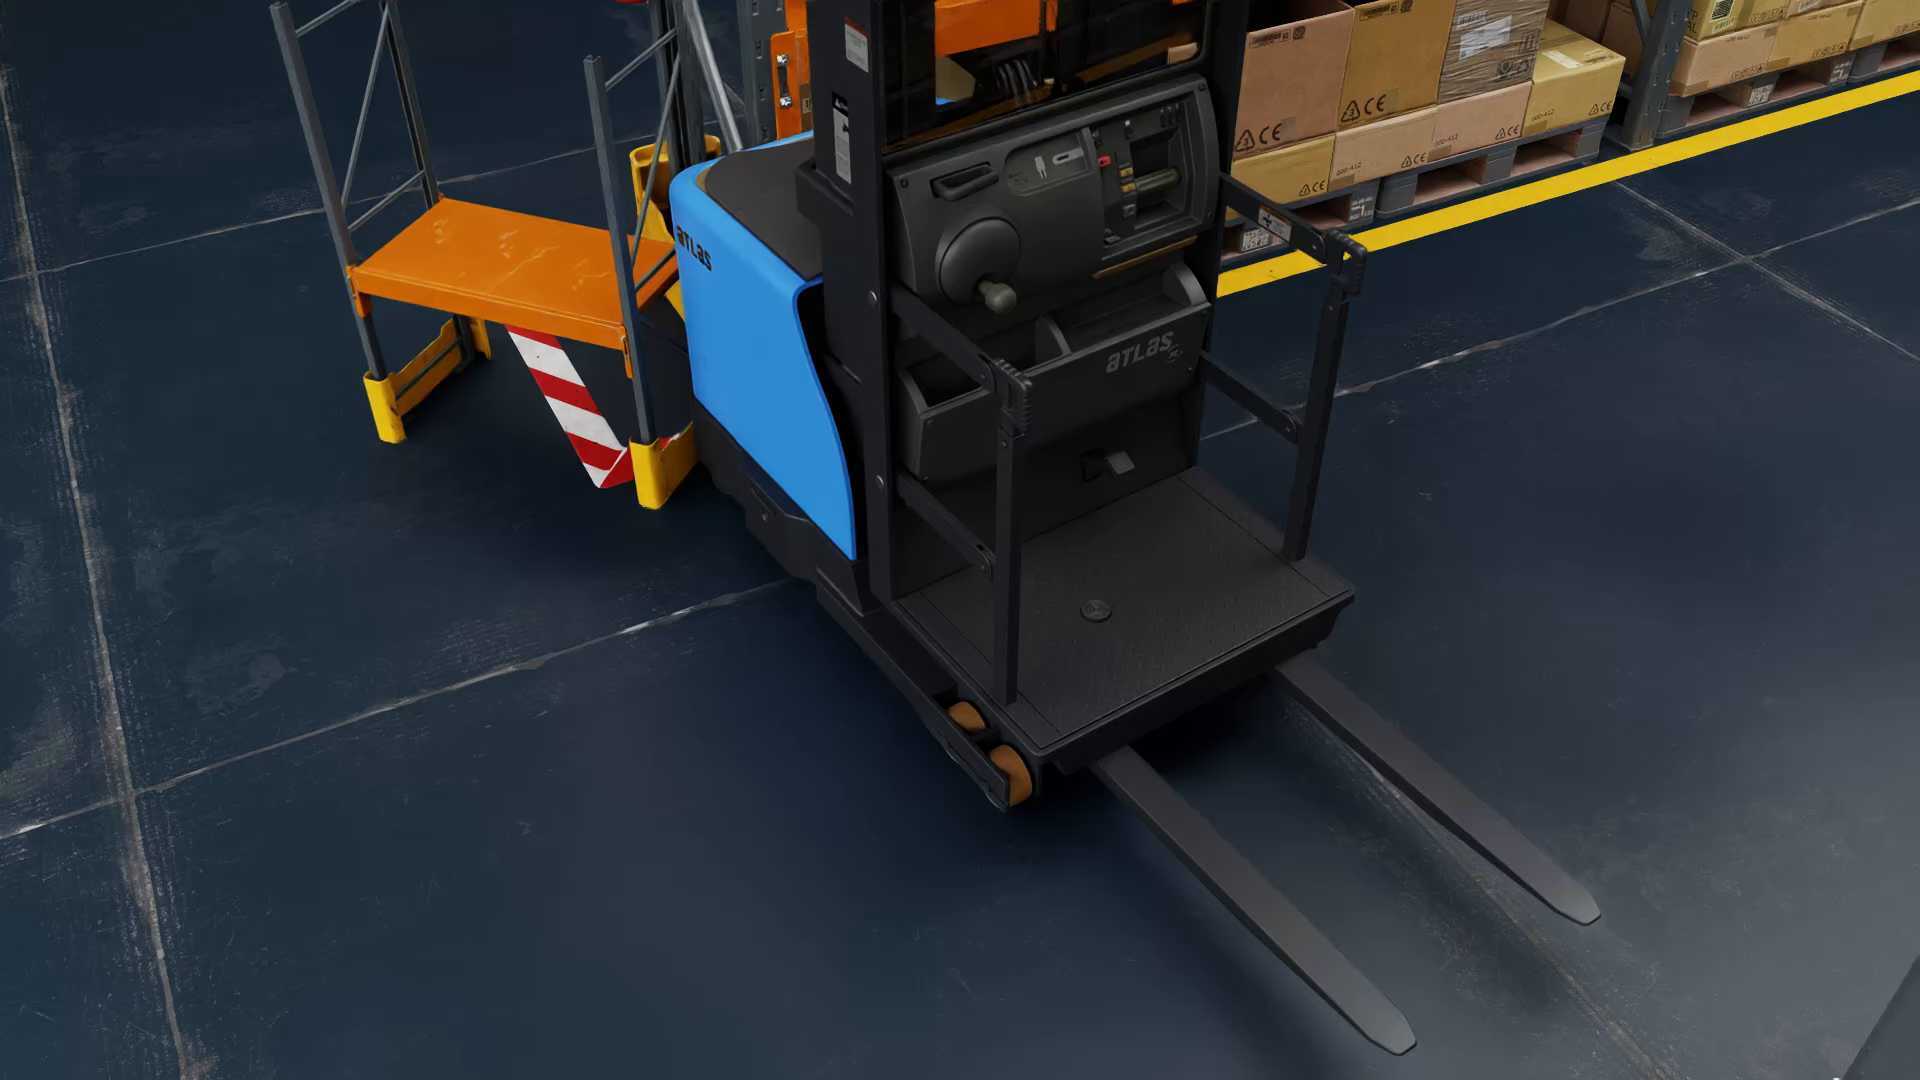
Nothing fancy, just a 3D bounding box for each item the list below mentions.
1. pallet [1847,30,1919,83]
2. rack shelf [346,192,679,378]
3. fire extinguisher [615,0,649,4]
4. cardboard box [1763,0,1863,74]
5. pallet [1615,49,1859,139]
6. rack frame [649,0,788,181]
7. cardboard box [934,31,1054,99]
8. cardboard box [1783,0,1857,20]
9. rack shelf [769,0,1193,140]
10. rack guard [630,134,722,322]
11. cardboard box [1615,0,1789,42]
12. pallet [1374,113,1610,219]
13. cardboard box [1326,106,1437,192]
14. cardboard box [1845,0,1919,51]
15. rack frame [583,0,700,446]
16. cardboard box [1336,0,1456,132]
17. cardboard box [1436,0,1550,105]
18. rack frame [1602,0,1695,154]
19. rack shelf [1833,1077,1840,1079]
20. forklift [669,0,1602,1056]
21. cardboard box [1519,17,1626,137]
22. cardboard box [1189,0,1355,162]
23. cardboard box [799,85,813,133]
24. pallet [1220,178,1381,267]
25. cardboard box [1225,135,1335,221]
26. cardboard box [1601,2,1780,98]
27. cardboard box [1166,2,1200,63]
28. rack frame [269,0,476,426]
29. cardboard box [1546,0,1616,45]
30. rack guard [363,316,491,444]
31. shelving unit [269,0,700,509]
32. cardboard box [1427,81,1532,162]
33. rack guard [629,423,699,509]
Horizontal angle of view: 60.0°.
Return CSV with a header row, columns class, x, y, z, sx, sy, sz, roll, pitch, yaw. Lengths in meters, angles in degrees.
class,x,y,z,sx,sy,sz,roll,pitch,yaw
pallet,4.463,-2.674,8.245,1.213,0.211,1.003,-19,44,-21
rack shelf,-1.381,-0.834,5.353,1.000,0.185,0.538,14,42,16
fire extinguisher,-1.123,-2.137,5.512,0.183,0.674,0.296,-19,44,-21
cardboard box,3.670,-2.370,7.531,0.500,0.250,0.500,-18,43,-20
pallet,3.379,-2.307,7.812,1.213,0.211,1.003,-19,44,-21
rack frame,-0.804,-1.935,5.214,0.127,3.000,1.000,-19,44,-21
cardboard box,0.217,-1.515,5.941,0.500,0.500,0.500,-19,44,-21
cardboard box,3.672,-2.581,7.346,0.500,0.311,0.500,-19,44,-21
rack shelf,0.970,-2.257,6.152,4.000,0.370,1.077,-19,44,-21
rack guard,-0.825,-0.974,6.014,0.348,0.500,1.175,-19,44,-21
cardboard box,3.226,-2.434,7.173,0.500,0.311,0.500,-18,44,-20
pallet,2.019,-1.851,7.274,1.213,0.211,1.003,-19,44,-21
cardboard box,1.549,-1.675,6.710,0.500,0.250,0.500,-19,44,-21
cardboard box,4.128,-2.526,7.716,0.500,0.250,0.500,-20,44,-22
rack frame,-0.905,-0.856,5.100,0.032,1.500,0.500,14,42,16
cardboard box,1.543,-1.968,6.476,0.500,0.500,0.500,-19,44,-21
cardboard box,1.985,-2.120,6.655,0.500,0.500,0.500,-19,44,-21
rack frame,2.744,-3.129,6.625,0.127,3.000,1.000,-19,44,-21
rack shelf,3.255,0.582,2.798,4.000,0.370,1.077,-19,44,-21
forklift,0.373,-0.764,3.884,1.130,2.935,3.031,-24,46,-25
cardboard box,2.434,-1.976,7.066,0.500,0.250,0.500,-19,44,-21
cardboard box,1.106,-1.811,6.290,0.500,0.500,0.500,-19,44,-21
cardboard box,-0.465,-1.663,6.115,0.500,0.500,0.500,-19,44,-21
pallet,0.936,-1.485,6.840,1.213,0.211,1.003,-19,44,-21
cardboard box,1.106,-1.525,6.533,0.500,0.250,0.500,-19,44,-21
cardboard box,3.216,-2.218,7.352,0.500,0.250,0.500,-20,44,-22
cardboard box,0.655,-1.672,6.126,0.500,0.500,0.500,-19,44,-21
rack frame,-1.857,-1.087,5.373,0.032,1.500,0.500,14,42,16
cardboard box,2.978,-2.530,7.720,0.500,0.250,0.500,-19,44,-21
rack guard,-1.839,-0.606,5.772,0.087,0.250,0.587,14,42,16
shelving unit,-1.373,-0.970,5.234,1.083,1.500,0.587,14,42,16
cardboard box,1.986,-1.833,6.896,0.500,0.250,0.500,-19,44,-21
rack guard,-0.907,-0.379,5.504,0.087,0.250,0.587,14,42,16
